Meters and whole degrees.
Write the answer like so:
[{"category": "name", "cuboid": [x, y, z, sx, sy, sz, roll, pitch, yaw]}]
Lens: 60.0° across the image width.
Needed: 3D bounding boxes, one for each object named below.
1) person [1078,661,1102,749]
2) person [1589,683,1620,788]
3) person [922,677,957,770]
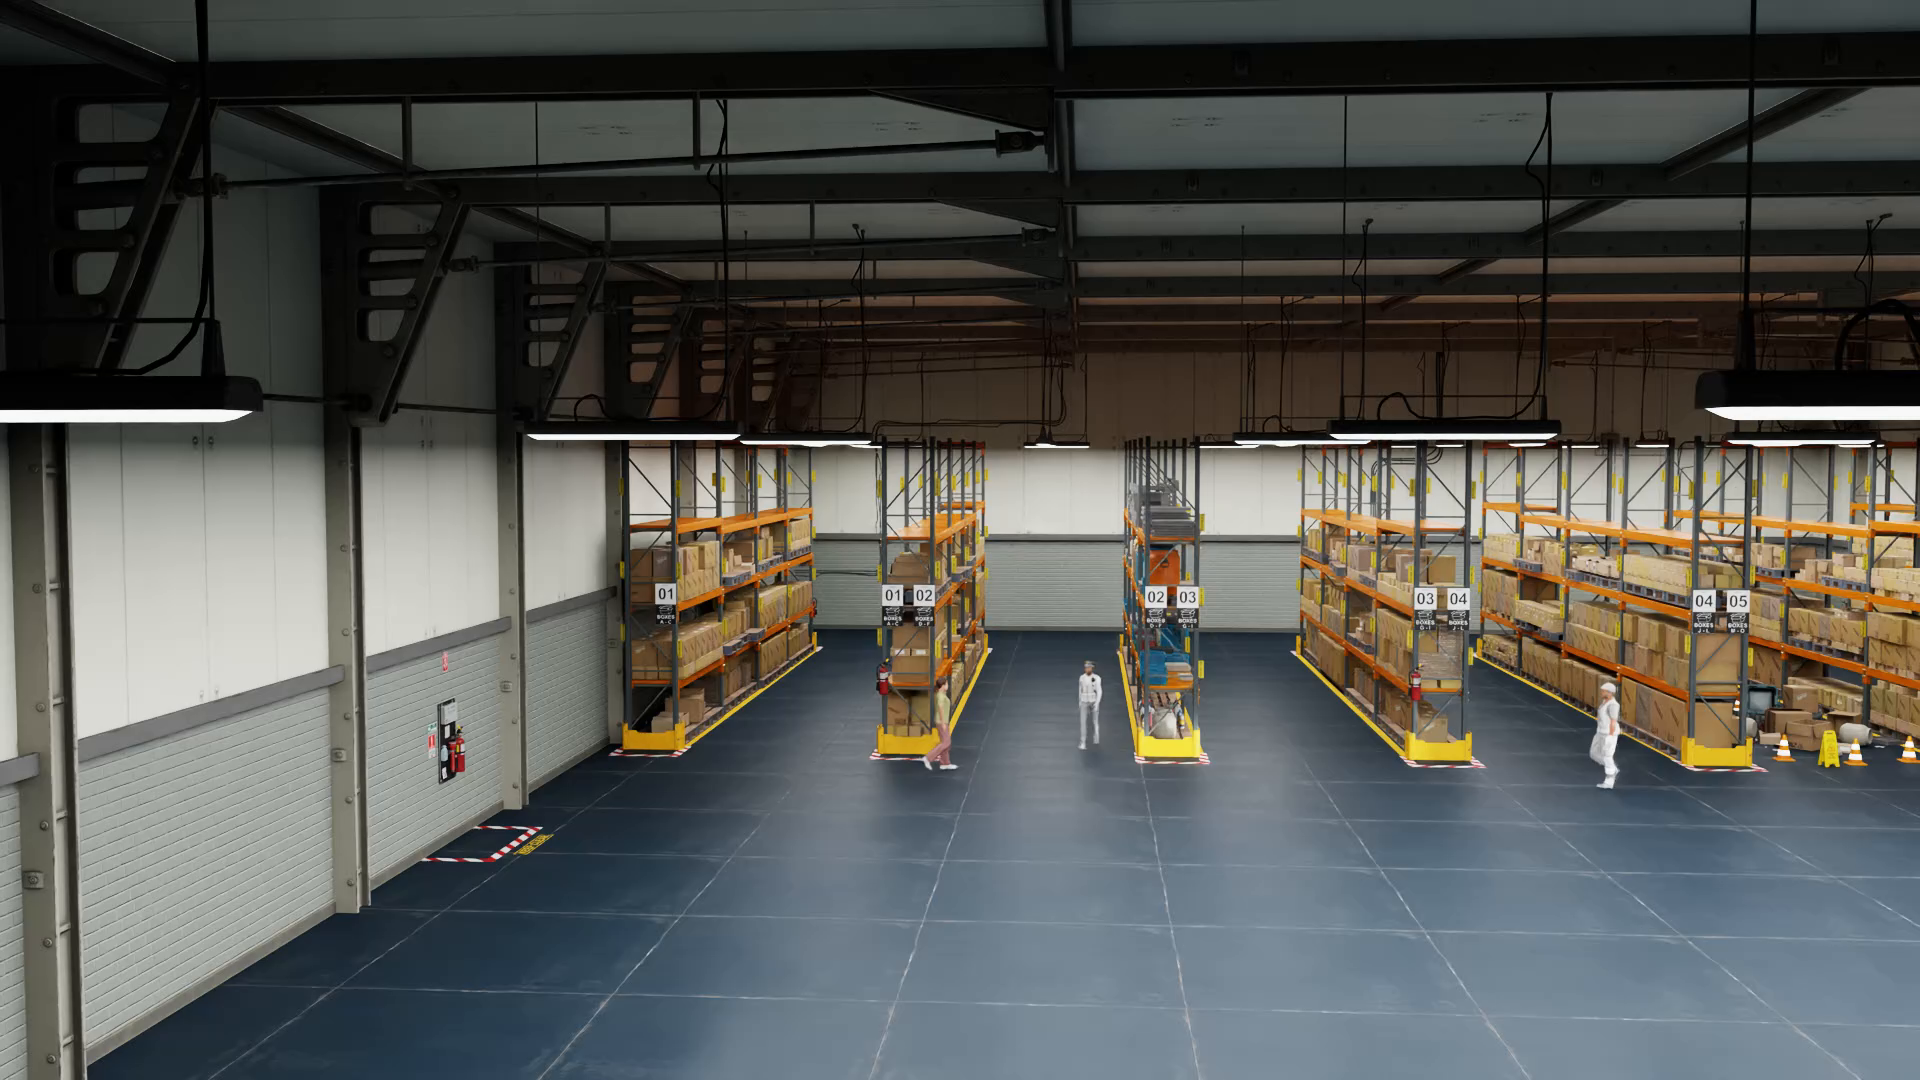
[{"category": "person", "cuboid": [2.502, 3.163, 32.183, 0.510, 1.667, 0.823, 1, 3, 20]}, {"category": "person", "cuboid": [10.999, 3.302, 28.150, 0.511, 1.784, 0.540, -1, 3, -14]}, {"category": "person", "cuboid": [-0.369, 3.289, 29.767, 0.638, 1.667, 0.487, -1, 3, -10]}]
